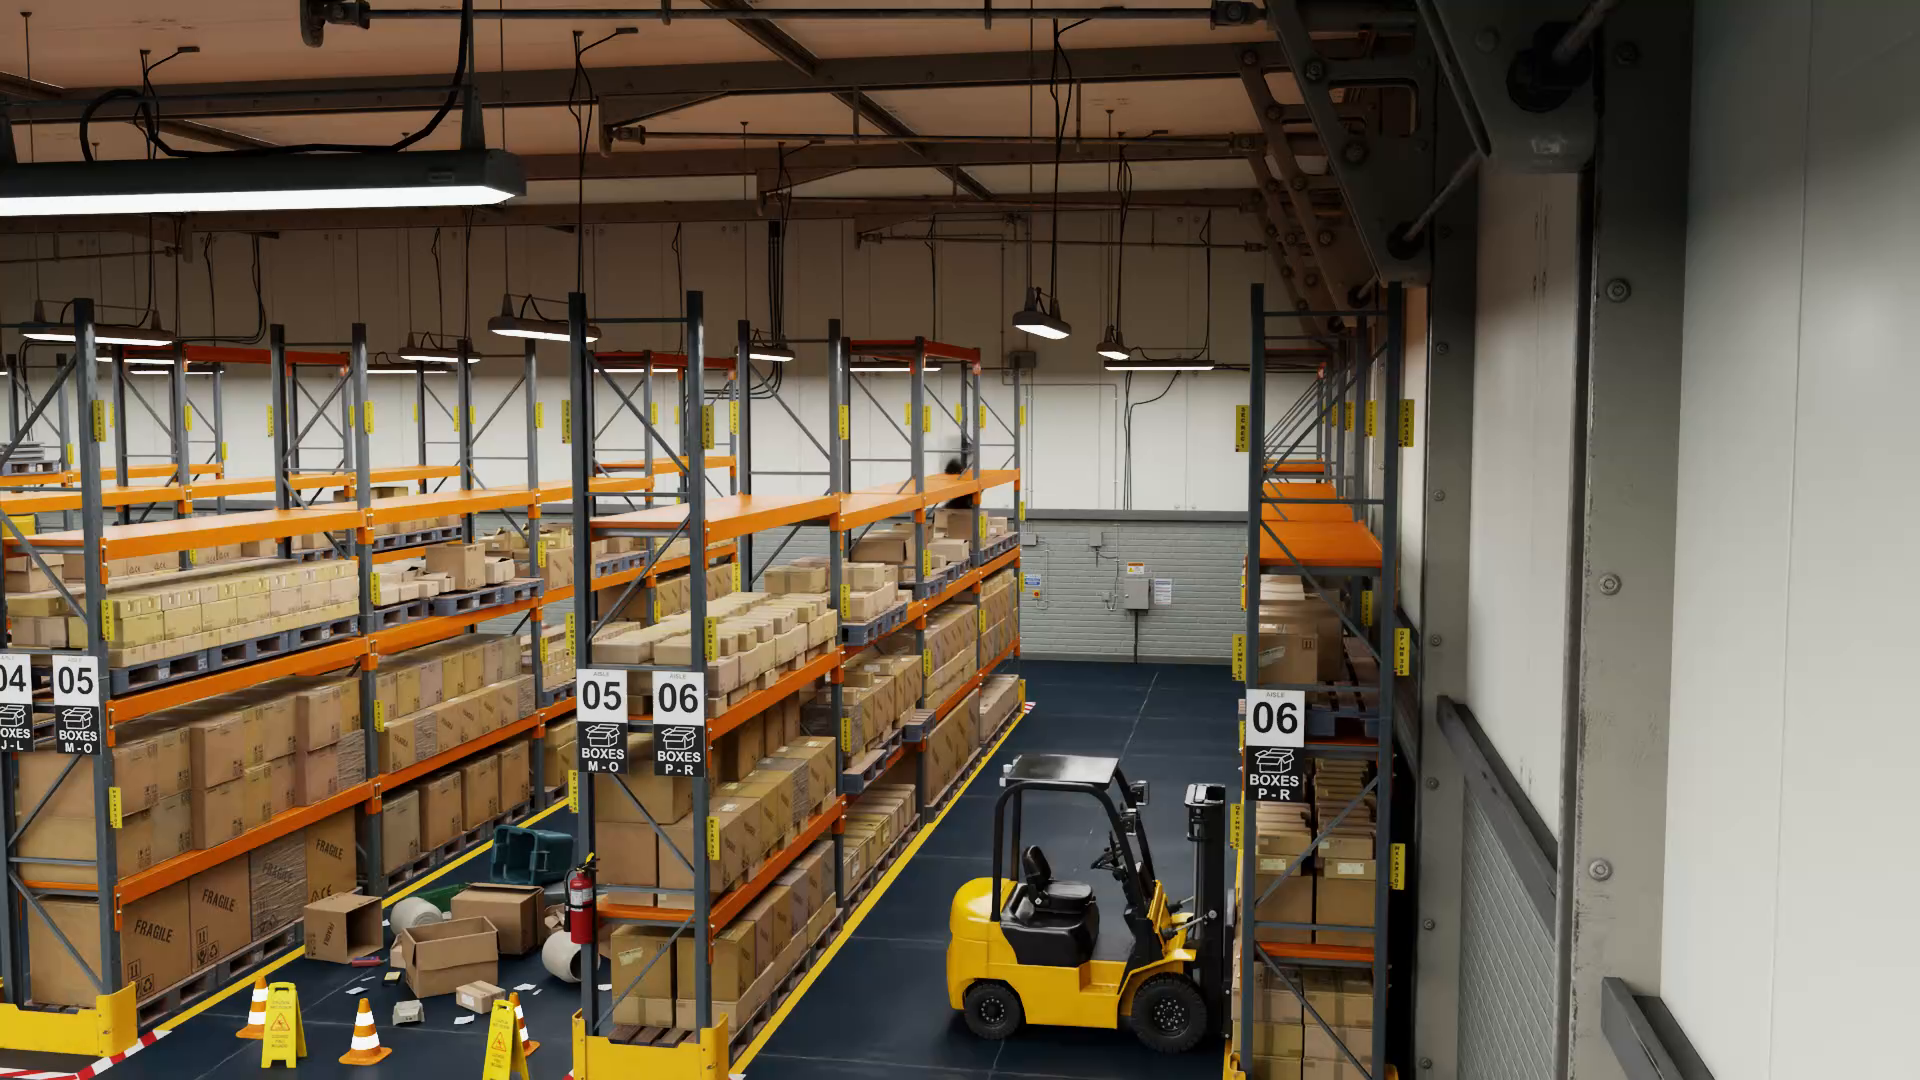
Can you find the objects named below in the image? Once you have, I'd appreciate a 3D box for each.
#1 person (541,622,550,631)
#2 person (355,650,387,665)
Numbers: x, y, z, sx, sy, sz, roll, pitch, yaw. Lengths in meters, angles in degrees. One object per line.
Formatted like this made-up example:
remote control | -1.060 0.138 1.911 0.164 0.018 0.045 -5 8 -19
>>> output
person | -6.667 2.165 26.609 0.666 1.699 0.930 1 5 13
person | -8.519 2.324 24.199 0.594 1.831 0.860 1 5 8
